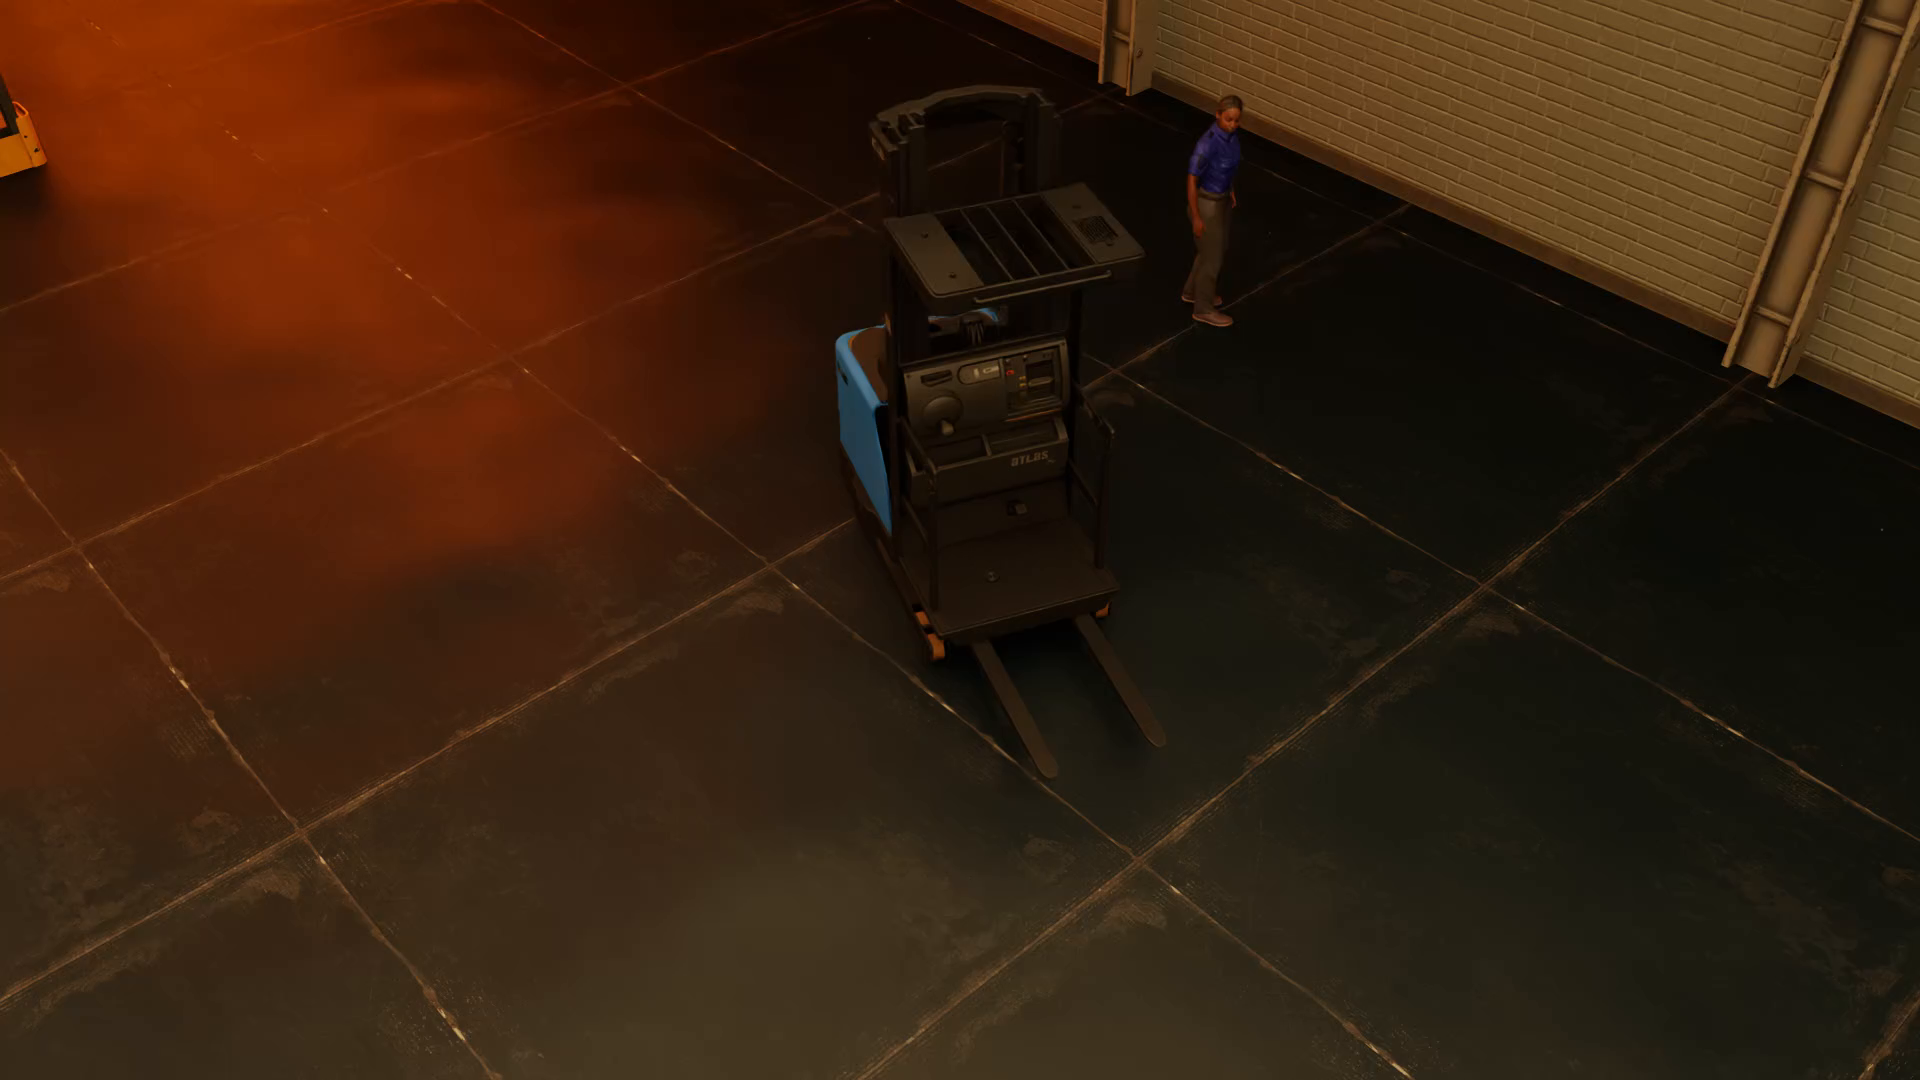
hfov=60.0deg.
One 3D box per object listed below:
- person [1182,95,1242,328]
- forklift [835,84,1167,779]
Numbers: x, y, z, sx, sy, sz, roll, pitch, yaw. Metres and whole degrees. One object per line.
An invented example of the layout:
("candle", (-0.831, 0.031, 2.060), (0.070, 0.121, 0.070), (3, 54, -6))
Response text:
("person", (1.805, -2.296, 11.553), (0.444, 1.650, 0.637), (17, 44, 18))
("forklift", (0.227, -0.736, 8.761), (1.130, 2.935, 3.031), (-14, 43, -15))
